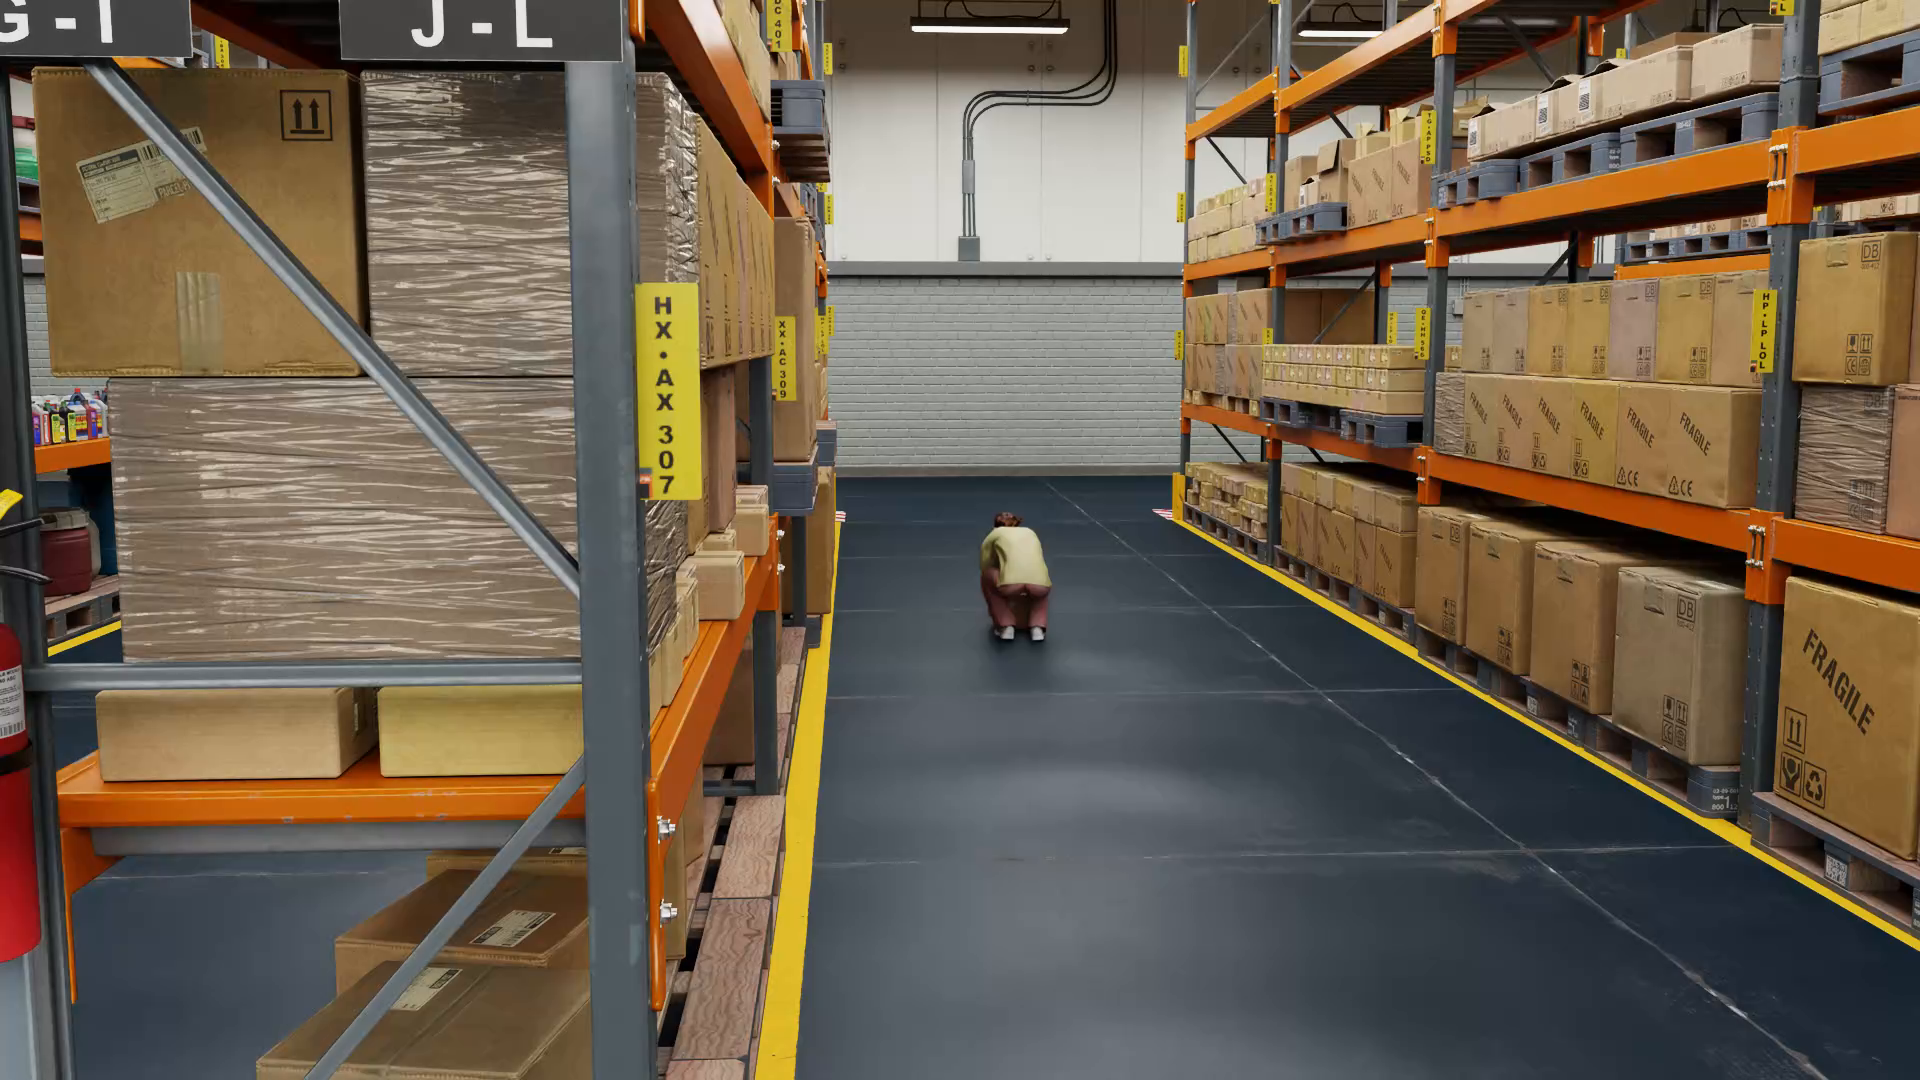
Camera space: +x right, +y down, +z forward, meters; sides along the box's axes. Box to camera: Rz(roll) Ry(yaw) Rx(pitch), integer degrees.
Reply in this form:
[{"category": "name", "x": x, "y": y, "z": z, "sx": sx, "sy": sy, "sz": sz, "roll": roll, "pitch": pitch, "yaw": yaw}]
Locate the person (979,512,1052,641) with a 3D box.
[{"category": "person", "x": 0.382, "y": 0.244, "z": 11.313, "sx": 0.484, "sy": 0.819, "sz": 0.802, "roll": 0, "pitch": 7, "yaw": -4}]
